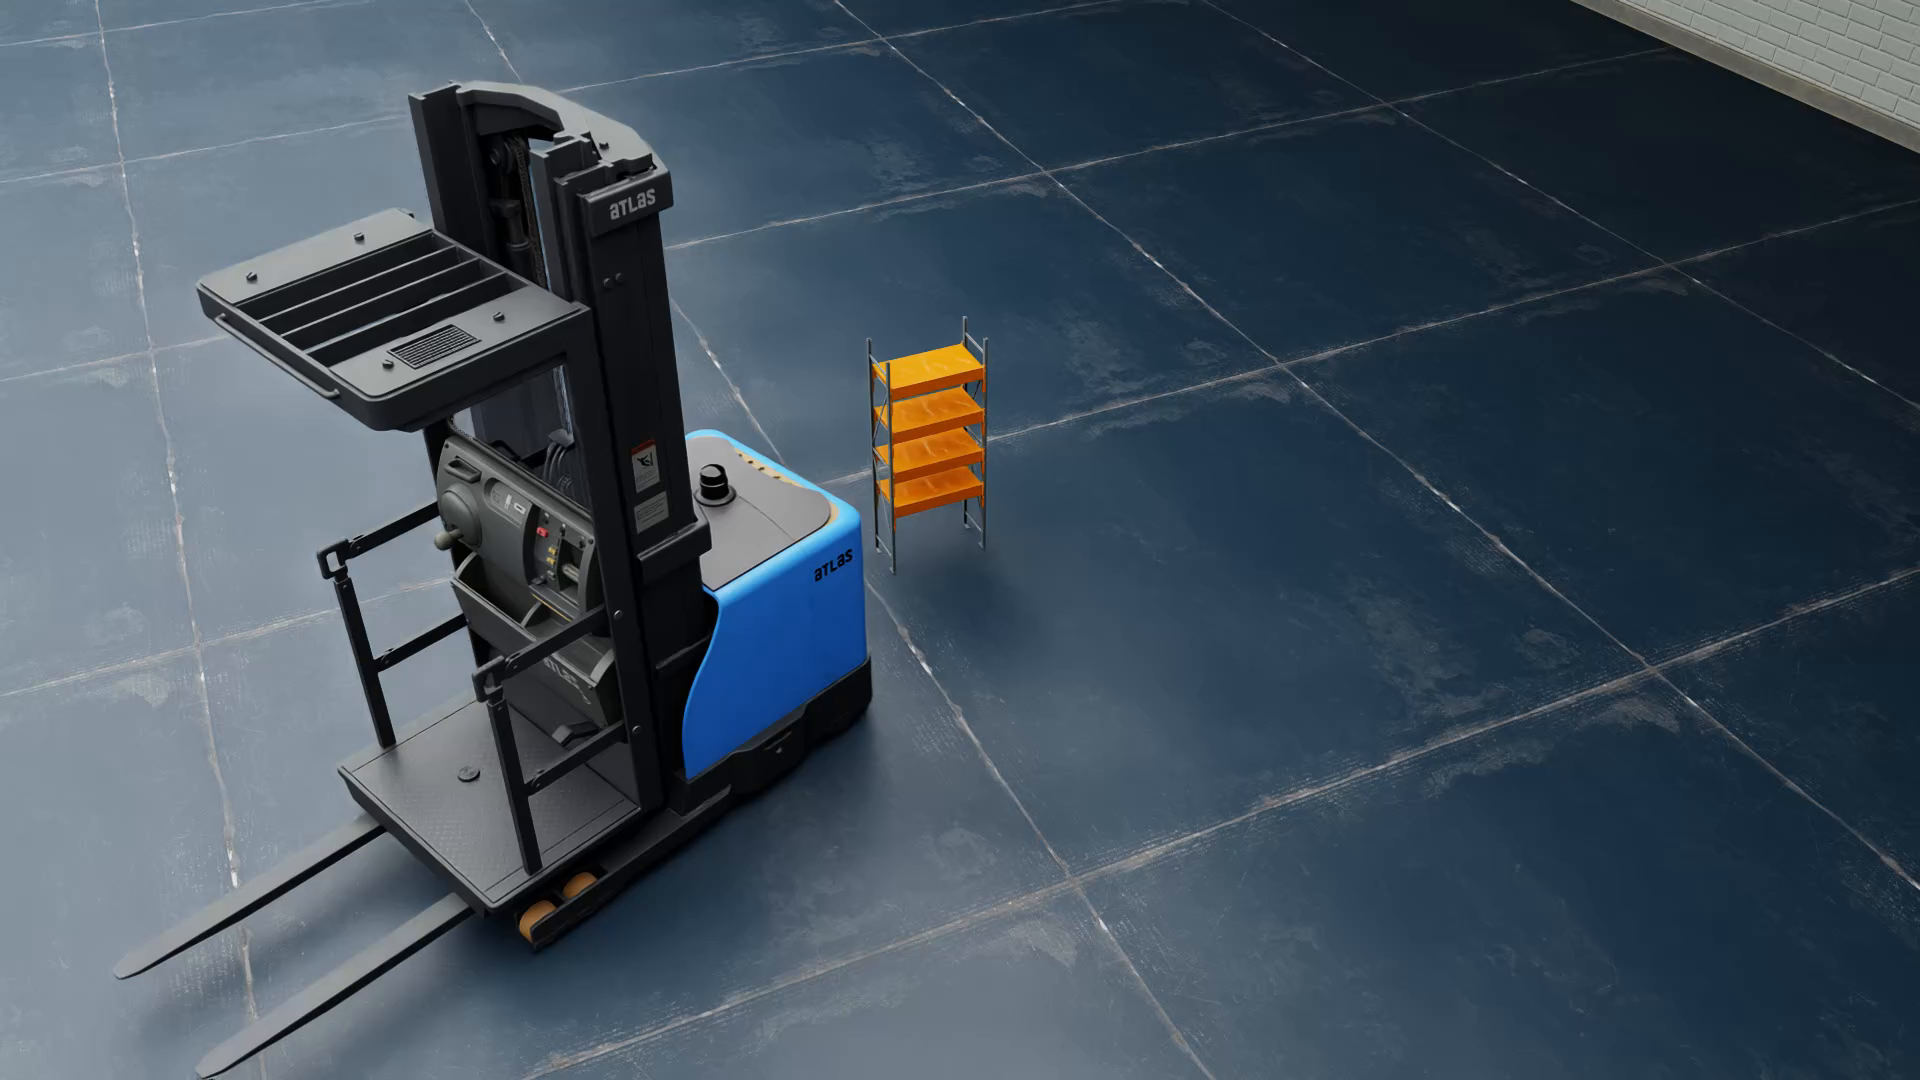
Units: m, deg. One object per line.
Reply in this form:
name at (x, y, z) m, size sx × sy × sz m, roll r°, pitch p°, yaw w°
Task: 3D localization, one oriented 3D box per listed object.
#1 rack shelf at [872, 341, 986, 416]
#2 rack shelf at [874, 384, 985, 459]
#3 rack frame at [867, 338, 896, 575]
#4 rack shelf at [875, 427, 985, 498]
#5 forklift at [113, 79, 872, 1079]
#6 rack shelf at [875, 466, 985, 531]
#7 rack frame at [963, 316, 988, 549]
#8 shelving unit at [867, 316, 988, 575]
rack shelf at (-0.150, -0.756, 7.745) m, size 0.480 × 0.148 × 0.258 m, roll -16°, pitch 39°, yaw -20°
rack shelf at (-0.150, -0.566, 7.886) m, size 0.480 × 0.148 × 0.258 m, roll -16°, pitch 39°, yaw -20°
rack frame at (-0.371, -0.378, 7.896) m, size 0.015 × 1.200 × 0.240 m, roll -16°, pitch 39°, yaw -20°
rack shelf at (-0.150, -0.386, 8.019) m, size 0.480 × 0.148 × 0.258 m, roll -16°, pitch 39°, yaw -20°
forklift at (-1.758, 0.015, 5.912) m, size 1.130 × 2.935 × 3.031 m, roll 29°, pitch 45°, yaw 33°
rack shelf at (-0.150, -0.226, 8.138) m, size 0.480 × 0.148 × 0.258 m, roll -16°, pitch 39°, yaw -20°
rack frame at (0.071, -0.502, 8.062) m, size 0.015 × 1.200 × 0.240 m, roll -16°, pitch 39°, yaw -20°
shelving unit at (-0.150, -0.440, 7.979) m, size 0.503 × 1.200 × 0.258 m, roll -16°, pitch 39°, yaw -20°
